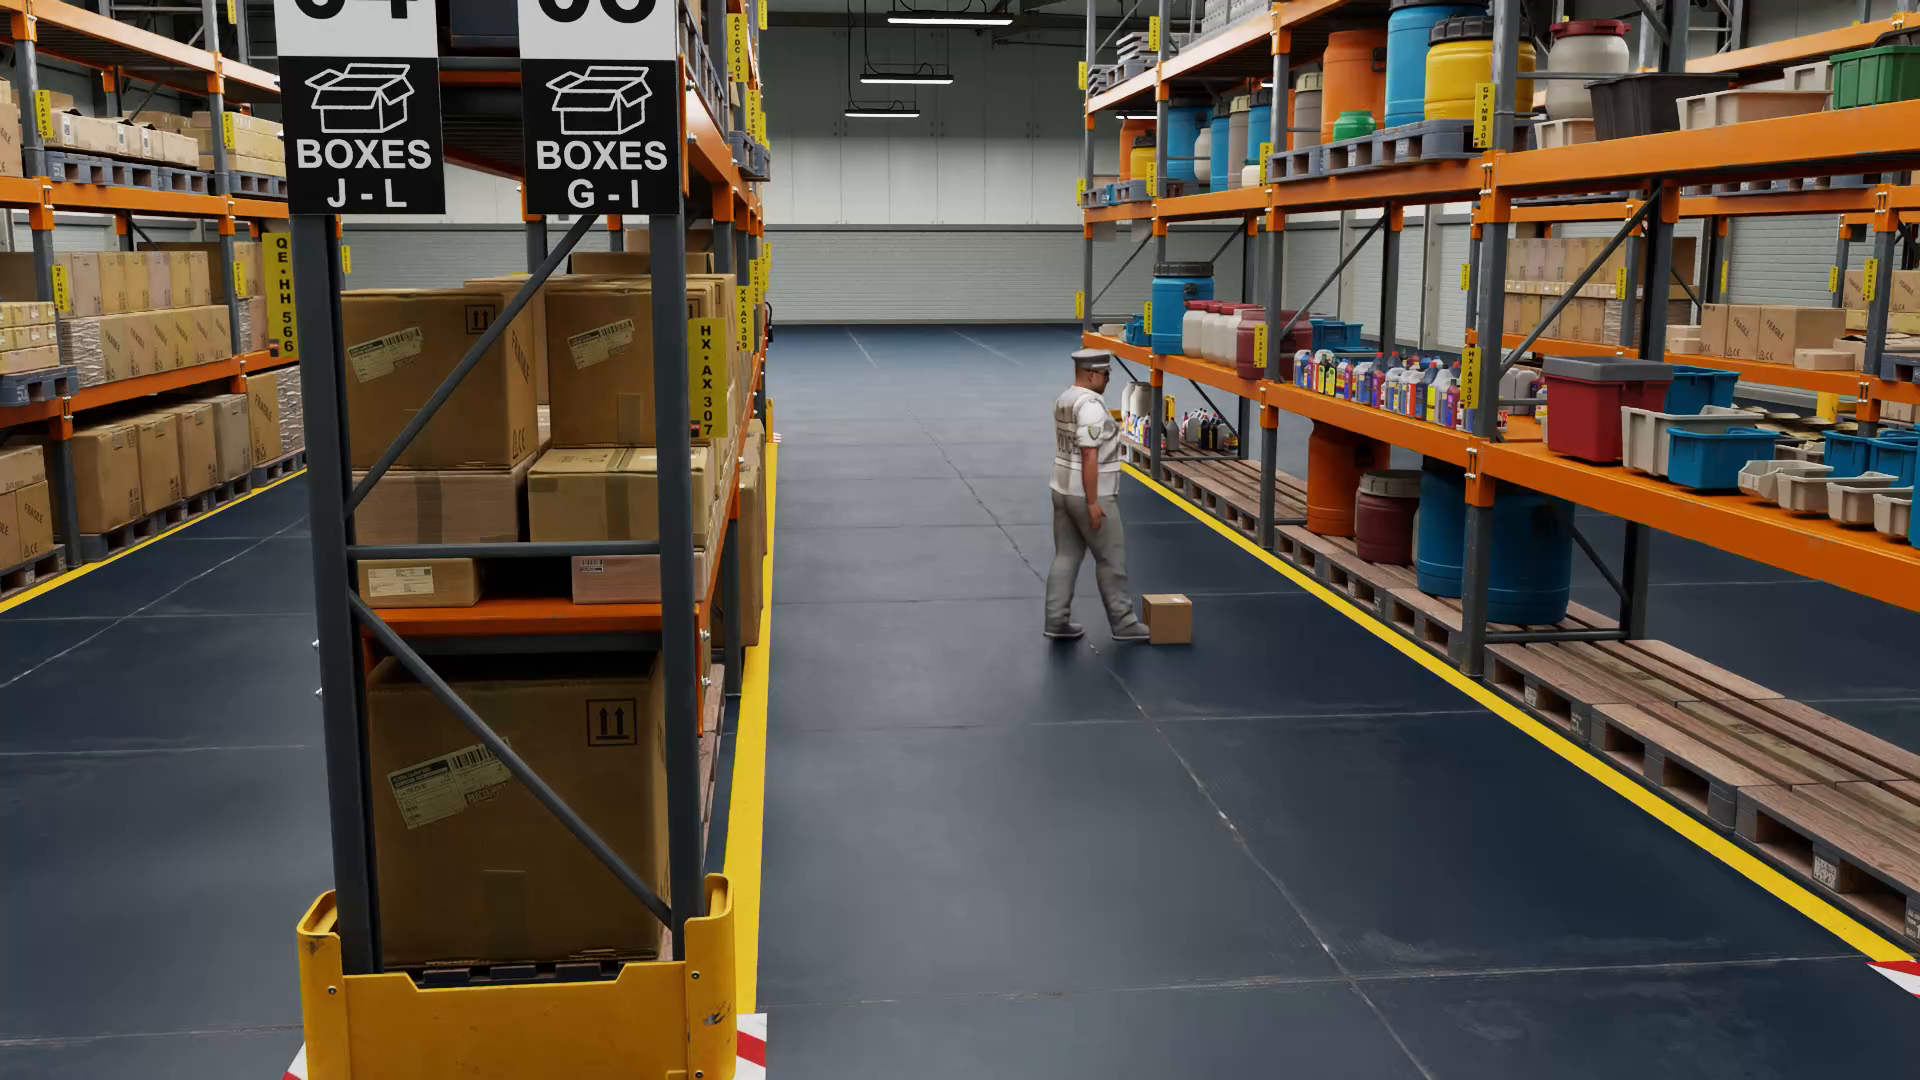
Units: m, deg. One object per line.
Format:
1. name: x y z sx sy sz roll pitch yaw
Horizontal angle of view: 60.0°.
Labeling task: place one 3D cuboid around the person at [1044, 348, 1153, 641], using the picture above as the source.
1. person: 0.838 -0.268 9.884 0.685 1.743 0.568 -4 11 -23
